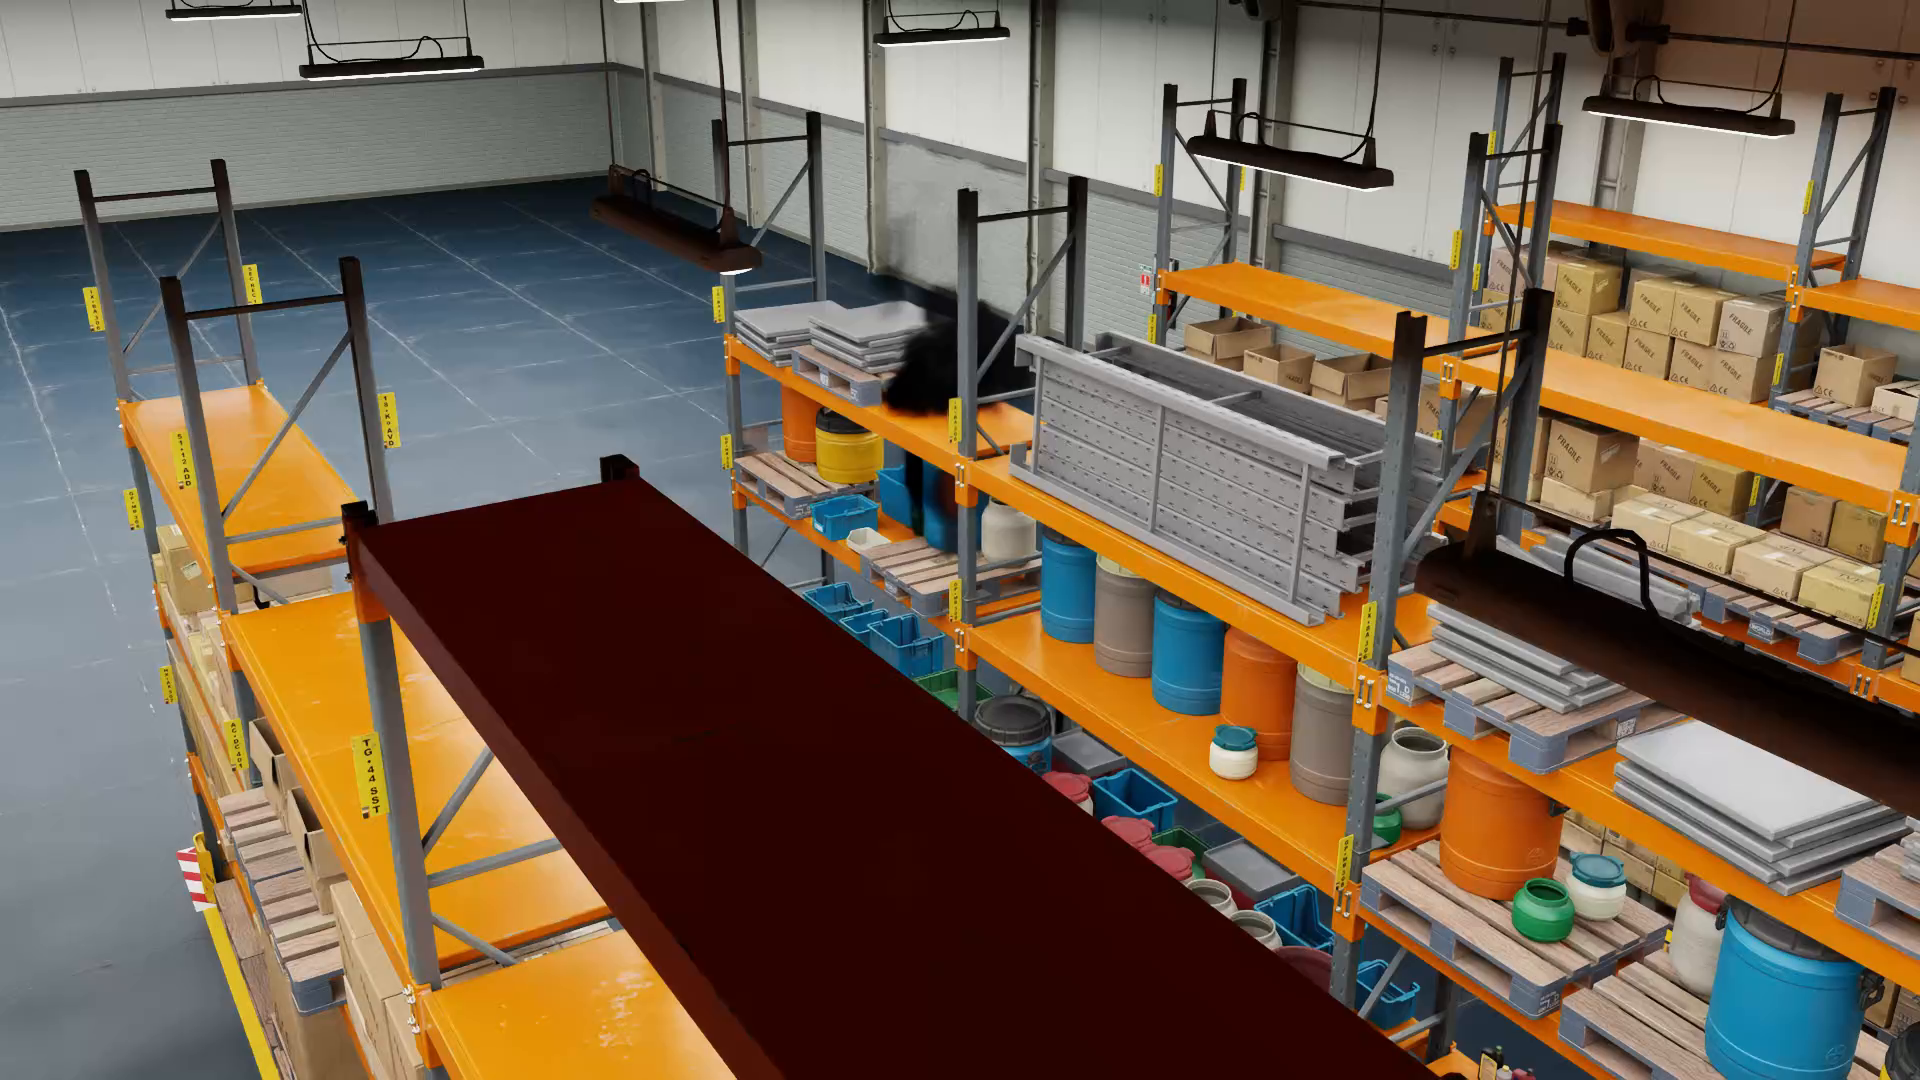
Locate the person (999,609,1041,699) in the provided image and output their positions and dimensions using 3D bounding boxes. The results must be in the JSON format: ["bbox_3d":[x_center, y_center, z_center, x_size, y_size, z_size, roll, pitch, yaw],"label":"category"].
[{"bbox_3d":[0.619,1.121,15.555,0.672,1.766,0.872,-15,26,-33],"label":"person"}]
